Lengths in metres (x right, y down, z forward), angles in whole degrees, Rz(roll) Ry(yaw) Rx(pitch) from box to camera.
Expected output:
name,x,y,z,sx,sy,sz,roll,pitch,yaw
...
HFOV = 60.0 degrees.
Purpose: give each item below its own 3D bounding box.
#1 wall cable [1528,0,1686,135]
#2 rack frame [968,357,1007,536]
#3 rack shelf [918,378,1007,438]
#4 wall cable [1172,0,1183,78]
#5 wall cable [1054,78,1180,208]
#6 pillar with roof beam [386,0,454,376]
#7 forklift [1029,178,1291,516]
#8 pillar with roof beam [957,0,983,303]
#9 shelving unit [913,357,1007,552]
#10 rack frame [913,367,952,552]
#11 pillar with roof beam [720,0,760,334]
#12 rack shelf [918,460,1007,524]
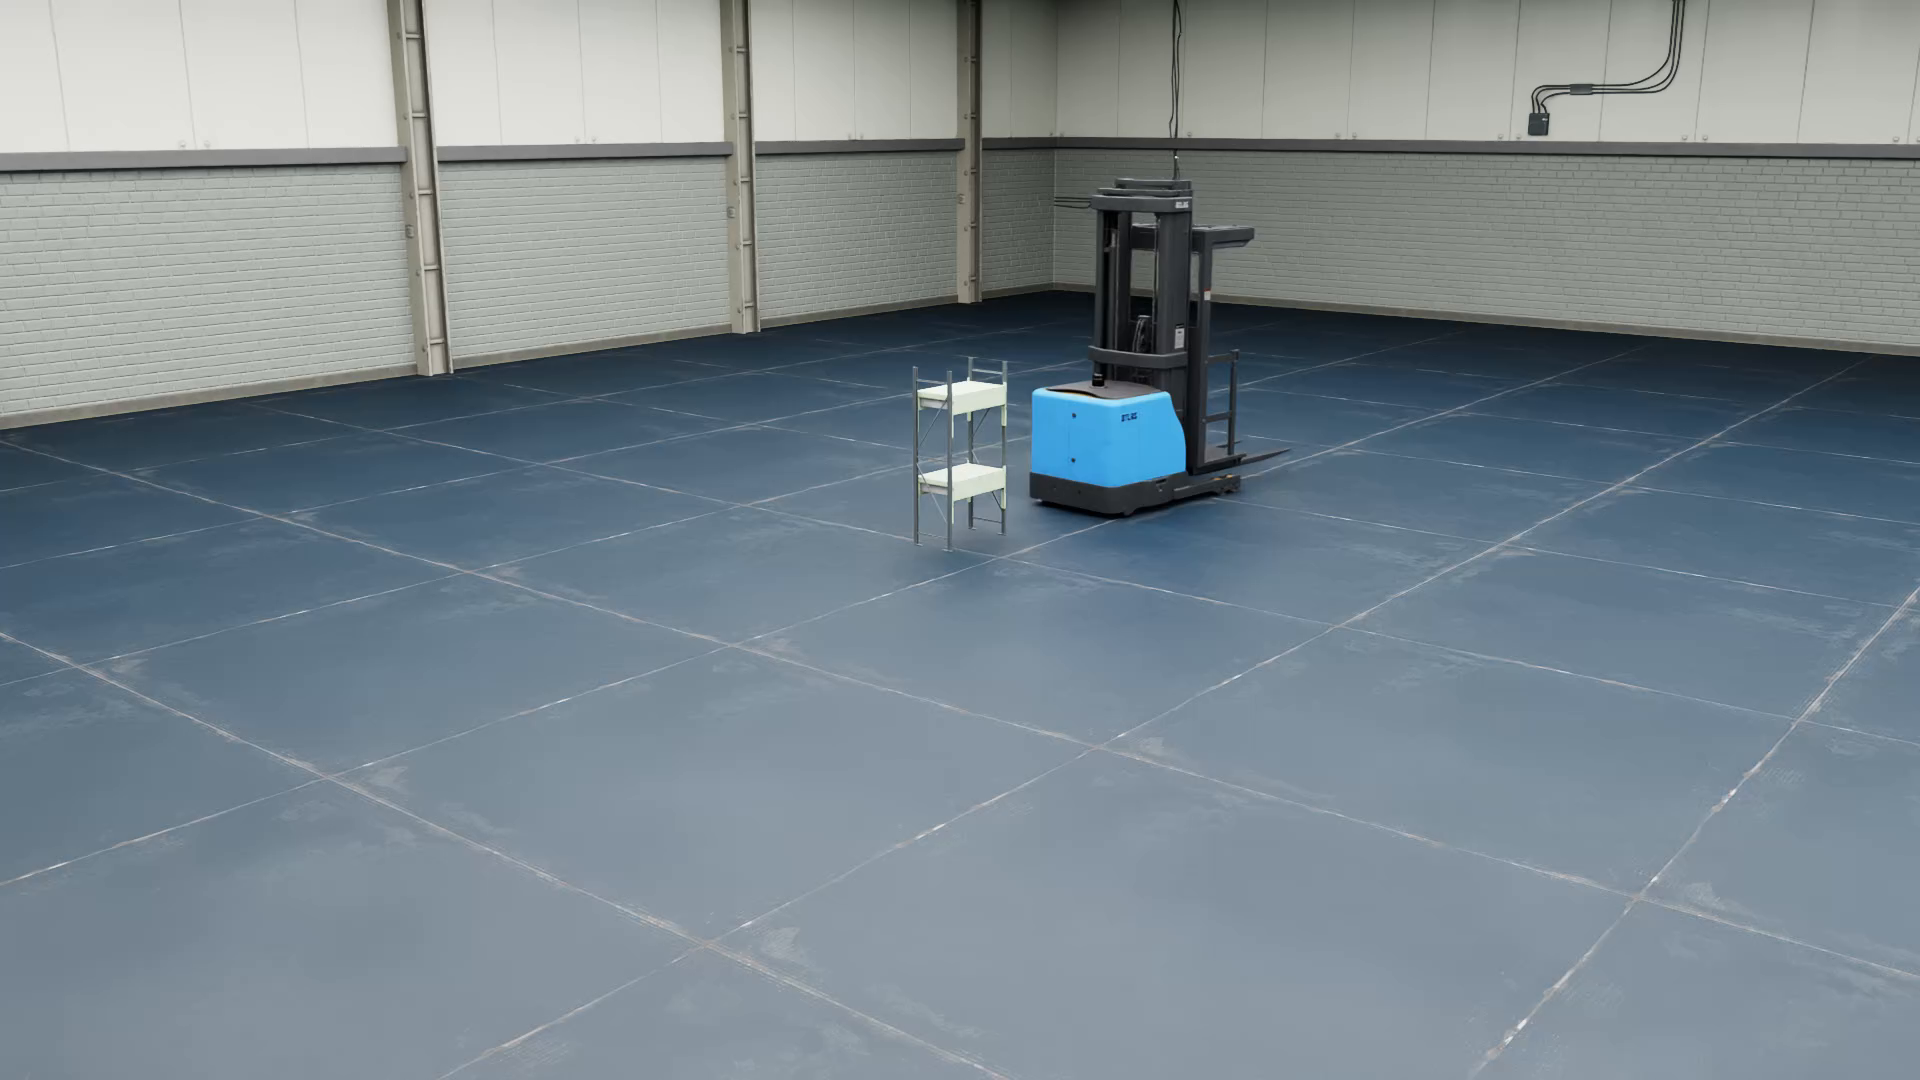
name,x,y,z,sx,sy,sz,roll,pitch,yaw
wall cable,10.435,-9.532,26.462,2.305,6.003,0.169,11,18,38
rack frame,0.234,-0.798,14.219,0.400,1.500,0.023,11,18,38
rack shelf,0.004,-1.106,13.847,0.431,0.370,0.720,11,18,38
wall cable,5.165,-9.880,30.788,3.097,2.526,0.112,11,18,38
wall cable,3.061,-7.851,33.058,3.097,2.526,0.112,11,18,38
pillar with roof beam,-4.013,-6.032,19.592,9.100,9.000,0.400,11,18,38
forklift,2.046,-1.926,15.750,3.031,2.935,1.130,-14,20,-43
pillar with roof beam,3.529,-8.330,28.638,9.100,9.000,0.400,11,18,38
shelving unit,0.004,-0.728,13.943,0.431,1.500,0.755,11,18,38
rack frame,-0.226,-0.658,13.667,0.400,1.500,0.023,11,18,38
pillar with roof beam,-0.242,-7.181,24.115,9.100,9.000,0.400,11,18,38
rack shelf,0.004,-0.412,14.024,0.431,0.370,0.720,11,18,38
